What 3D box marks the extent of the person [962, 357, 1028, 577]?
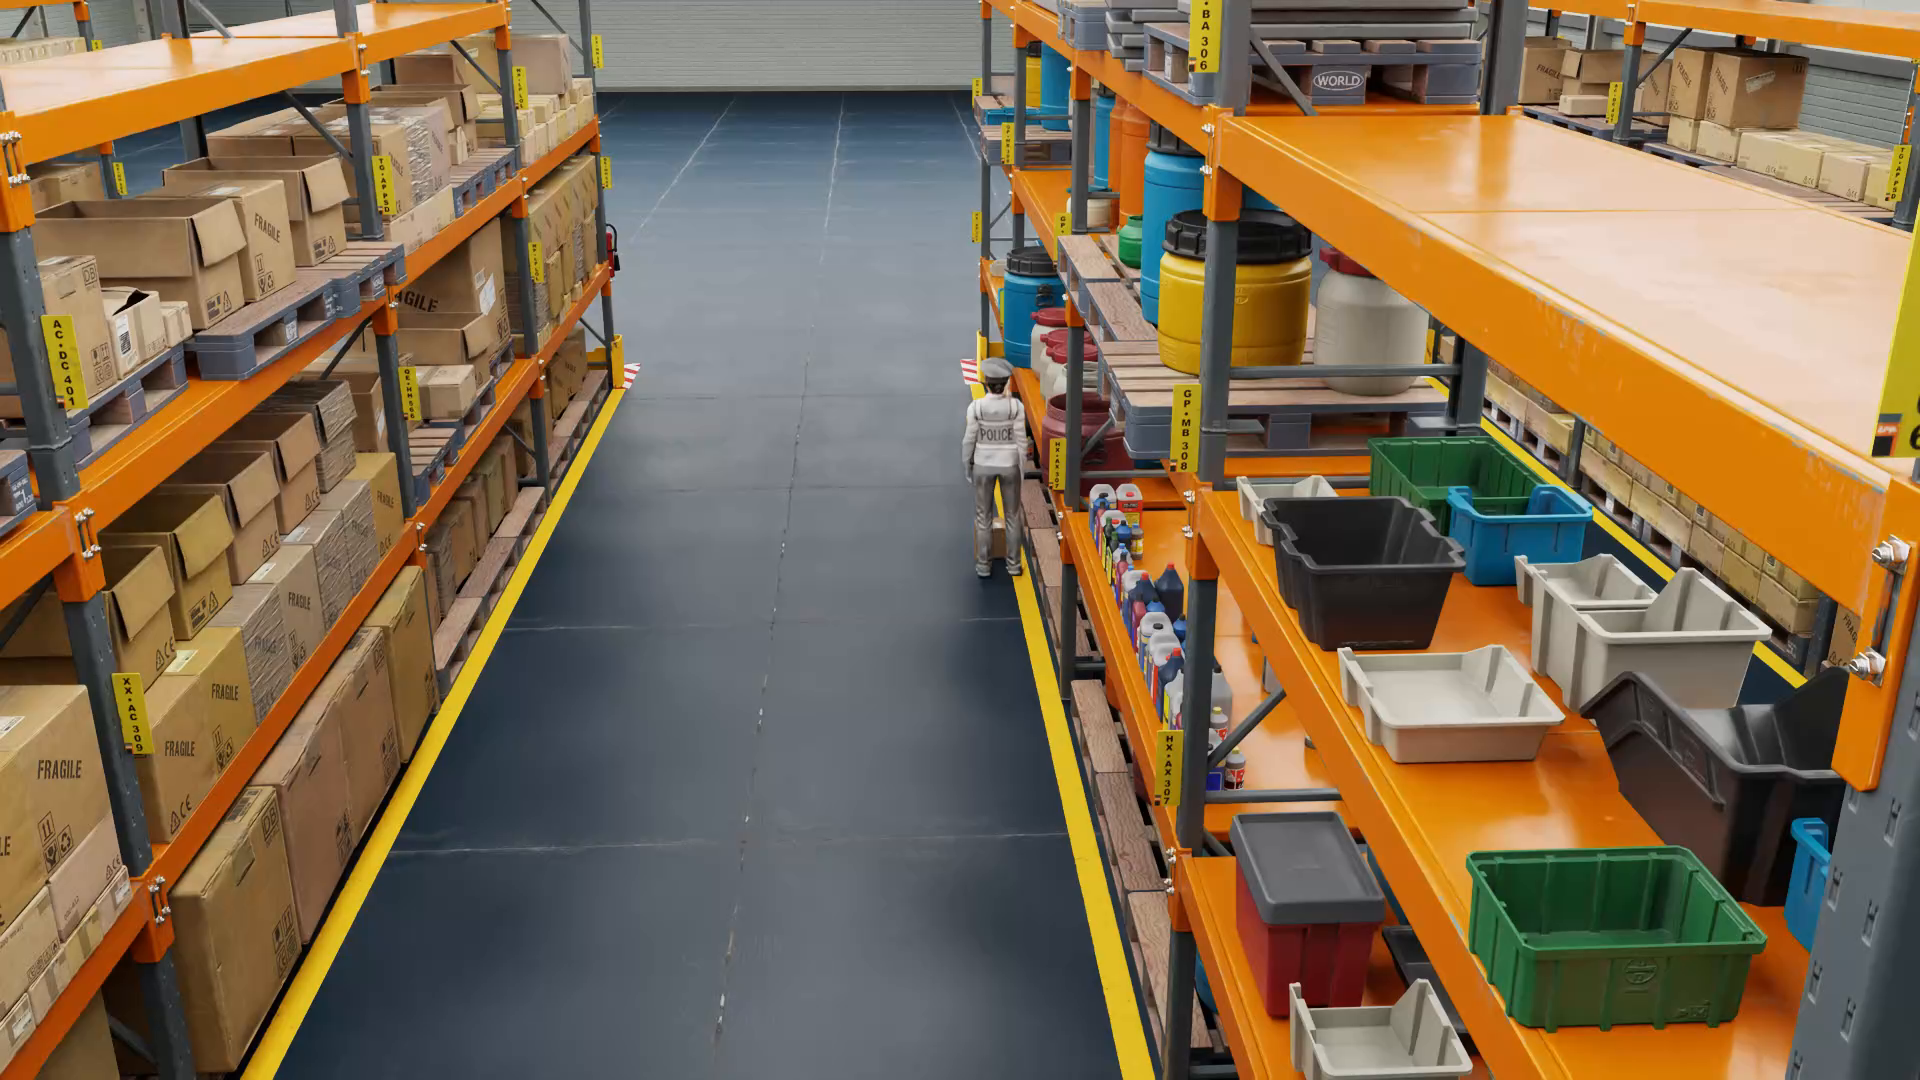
[{"bbox_3d":[0.257,-0.534,12.454,0.483,1.701,0.386,-1,21,-2],"label":"person"}]
